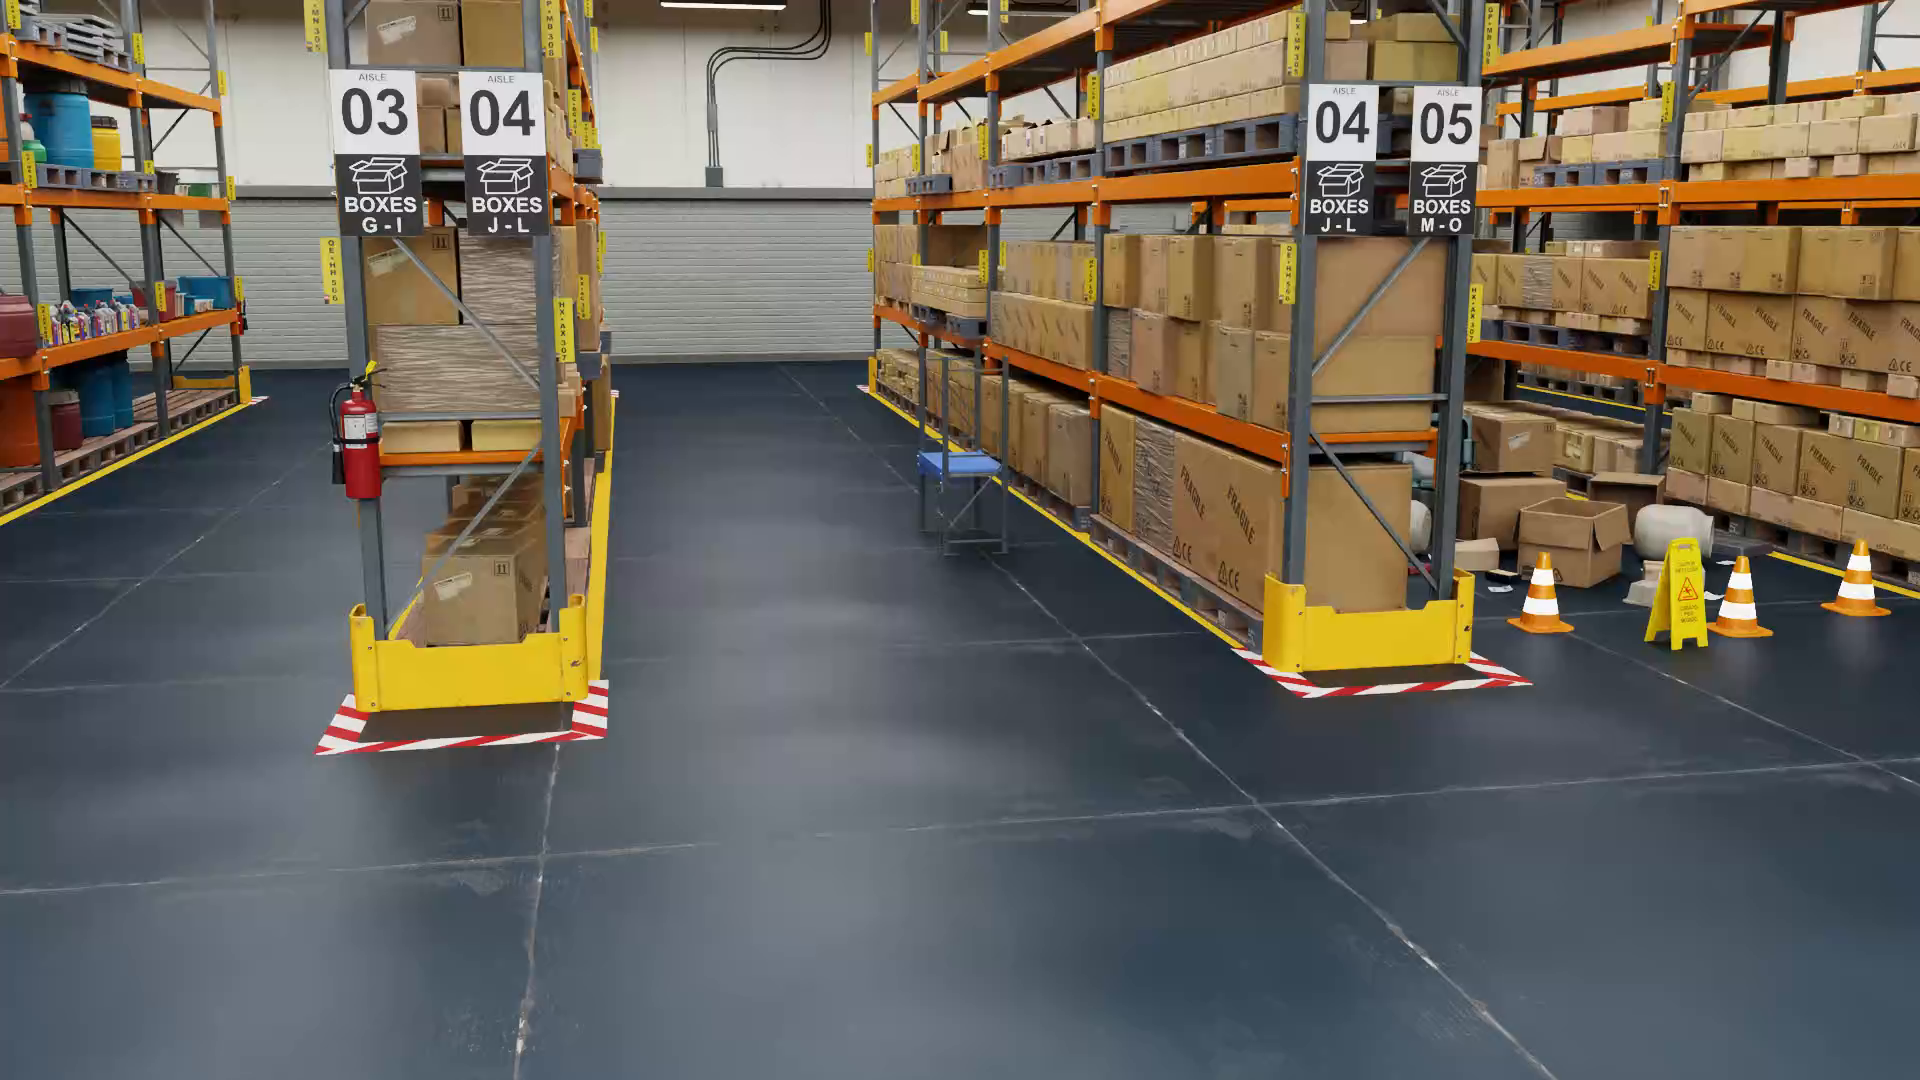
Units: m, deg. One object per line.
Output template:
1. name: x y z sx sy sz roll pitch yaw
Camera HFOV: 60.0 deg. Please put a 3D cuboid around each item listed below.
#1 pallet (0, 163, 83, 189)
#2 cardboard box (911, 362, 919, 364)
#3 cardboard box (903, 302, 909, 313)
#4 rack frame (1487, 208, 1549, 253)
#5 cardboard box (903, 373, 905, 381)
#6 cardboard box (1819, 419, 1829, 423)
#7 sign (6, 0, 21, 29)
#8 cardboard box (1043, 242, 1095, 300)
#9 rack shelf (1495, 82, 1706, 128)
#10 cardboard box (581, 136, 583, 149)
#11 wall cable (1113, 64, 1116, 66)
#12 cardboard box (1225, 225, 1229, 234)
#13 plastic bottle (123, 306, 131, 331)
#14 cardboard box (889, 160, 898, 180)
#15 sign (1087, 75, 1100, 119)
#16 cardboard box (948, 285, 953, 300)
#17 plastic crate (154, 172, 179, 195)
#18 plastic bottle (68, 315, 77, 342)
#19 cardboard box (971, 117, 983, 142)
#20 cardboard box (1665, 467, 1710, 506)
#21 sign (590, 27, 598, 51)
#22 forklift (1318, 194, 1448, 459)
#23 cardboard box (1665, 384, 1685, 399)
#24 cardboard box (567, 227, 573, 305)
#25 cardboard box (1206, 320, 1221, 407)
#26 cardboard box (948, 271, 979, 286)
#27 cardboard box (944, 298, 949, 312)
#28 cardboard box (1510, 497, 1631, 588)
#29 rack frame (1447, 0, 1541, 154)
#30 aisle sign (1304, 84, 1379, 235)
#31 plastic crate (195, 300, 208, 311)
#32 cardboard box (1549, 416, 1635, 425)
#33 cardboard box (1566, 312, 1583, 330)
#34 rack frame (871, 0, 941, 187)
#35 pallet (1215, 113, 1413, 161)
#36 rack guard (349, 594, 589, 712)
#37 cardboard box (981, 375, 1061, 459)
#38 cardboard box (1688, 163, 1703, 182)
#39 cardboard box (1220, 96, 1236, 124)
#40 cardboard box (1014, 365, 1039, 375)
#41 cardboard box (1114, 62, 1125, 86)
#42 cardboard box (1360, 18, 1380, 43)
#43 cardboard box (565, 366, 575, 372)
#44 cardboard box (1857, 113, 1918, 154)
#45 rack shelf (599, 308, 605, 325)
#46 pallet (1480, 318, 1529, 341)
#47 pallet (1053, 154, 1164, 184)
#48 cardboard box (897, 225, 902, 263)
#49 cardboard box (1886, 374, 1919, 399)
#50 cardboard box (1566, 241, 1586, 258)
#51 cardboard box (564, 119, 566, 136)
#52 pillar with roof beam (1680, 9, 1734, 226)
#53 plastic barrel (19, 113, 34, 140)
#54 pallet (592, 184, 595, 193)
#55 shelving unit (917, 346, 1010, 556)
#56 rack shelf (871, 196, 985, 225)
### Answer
1. pallet: -9.022 -3.437 15.714 1.003 0.211 1.213 -2 11 -11
2. cardboard box: -0.447 -2.283 22.079 0.380 0.149 0.250 -2 11 -9
3. cardboard box: -0.548 -3.100 22.131 0.380 0.149 0.250 -3 11 -13
4. rack frame: 8.922 -4.101 26.722 1.000 3.000 0.127 -2 11 -11
5. cardboard box: -0.565 -2.229 22.592 0.380 0.149 0.250 -3 11 -14
6. cardboard box: 6.967 -0.658 12.854 0.500 0.500 0.500 -2 11 -8
7. sign: -8.431 -4.722 14.802 0.100 0.325 0.005 -2 11 -11
8. cardboard box: 1.153 -2.431 15.007 0.700 0.500 0.500 -2 11 -12
9. rack shelf: 9.311 -6.326 24.301 1.077 0.370 4.000 -2 11 -11
10. cardboard box: -3.773 -3.782 15.419 0.500 0.500 0.500 -2 11 -10
11. wall cable: 2.671 -7.900 30.636 0.463 3.000 0.029 -2 11 -11
12. cardboard box: 4.082 -4.513 24.207 0.380 0.149 0.250 -2 11 -10
13. plastic bottle: -9.283 -2.457 18.417 0.152 0.276 0.135 -2 11 -11
14. cardboard box: -0.663 -4.995 22.461 0.500 0.250 0.500 -3 11 -13
15. sign: 1.021 -3.381 12.692 0.100 0.325 0.005 -2 11 -11
16. cardboard box: 0.076 -2.700 18.114 0.380 0.149 0.250 -2 11 -11
17. plastic crate: -9.720 -4.293 20.057 0.497 0.269 0.590 -2 11 -11
18. plastic bottle: -8.893 -2.114 16.625 0.097 0.271 0.097 0 11 0
19. cardboard box: 0.326 -4.311 17.488 0.396 0.266 0.258 -2 11 -11
20. cardboard box: 6.238 -0.457 13.804 0.500 0.250 0.500 -3 11 -14
21. sign: -5.132 -7.022 23.310 0.100 0.325 0.005 -2 11 -11
22. forklift: 3.758 -1.839 15.020 1.130 2.935 3.031 -5 12 -23
23. cardboard box: 9.686 -2.152 22.041 0.500 0.500 0.500 -2 11 -12
24. cardboard box: -2.687 -1.697 10.355 0.500 0.500 0.500 -2 11 -11
25. cardboard box: 2.099 -1.134 10.733 0.875 0.550 0.550 -2 11 -11
26. cardboard box: 0.076 -2.846 18.082 0.380 0.149 0.250 -2 11 -9
27. cardboard box: 0.031 -2.599 18.377 0.380 0.149 0.250 -3 11 -14
28. cardboard box: 4.341 0.011 11.794 0.637 0.503 0.797 9 14 38
29. rack frame: 5.610 -5.400 17.500 1.000 3.000 0.127 -2 11 -11
30. aisle sign: 2.049 -2.040 8.940 0.394 0.787 0.004 -2 11 -11
31. plastic crate: -10.147 -3.083 21.916 0.396 0.136 0.243 -2 11 -11
32. cardboard box: 6.003 -0.990 16.279 0.950 0.372 0.625 -2 11 -9
33. cardboard box: 5.844 -2.028 15.377 0.380 0.149 0.250 -2 11 -11
34. rack frame: -0.782 -6.669 24.165 1.000 3.000 0.127 -2 11 -11
35. pallet: 2.175 -2.353 9.749 1.003 0.211 1.213 -2 11 -11
36. rack guard: -2.570 0.589 8.765 1.175 0.500 0.348 -2 11 -11
37. cardboard box: 0.804 -1.240 16.585 1.050 0.750 0.750 -2 11 -12
38. cardboard box: 6.206 -3.002 13.598 0.380 0.149 0.250 -2 11 -12
39. cardboard box: 1.785 -2.581 9.993 0.380 0.149 0.250 -2 11 -10
40. cardboard box: 0.877 -1.736 17.853 0.500 0.250 0.500 -3 11 -14
41. cardboard box: 1.340 -3.392 12.121 0.380 0.149 0.250 -2 11 -11
42. cardboard box: 2.529 -2.903 9.553 0.380 0.149 0.250 -2 11 -11
43. cardboard box: -2.964 -1.160 11.943 0.380 0.149 0.250 -2 11 -11
44. cardboard box: 6.600 -2.803 11.483 0.500 0.250 0.500 -2 11 -9
45. rack shelf: -5.278 -2.839 22.016 1.077 0.370 4.000 -2 11 -11
46. pallet: 5.853 -2.232 17.412 1.213 0.211 1.003 -2 11 -11
47. pallet: 1.325 -3.066 13.775 0.805 0.209 1.217 -3 11 -13
48. cardboard box: -0.552 -3.940 22.136 0.500 0.500 0.500 -2 11 -10
49. cardboard box: 6.616 -1.059 11.411 0.380 0.149 0.250 -2 11 -10
50. cardboard box: 5.853 -2.691 15.392 0.380 0.149 0.250 -3 11 -13
51. cardboard box: -2.986 -2.905 11.751 0.380 0.149 0.250 -2 11 -9
52. pillar with roof beam: 6.226 -6.319 22.327 9.100 9.000 0.400 -2 11 -11
53. plastic barrel: -9.462 -3.979 16.568 0.433 0.535 0.433 0 11 0
54. pallet: -5.038 -4.406 20.540 1.003 0.211 1.213 -2 11 -11
55. shelving unit: 0.017 -0.721 12.974 0.538 1.500 1.048 -2 11 -11
56. rack shelf: -0.393 -4.475 22.586 1.077 0.370 4.000 -2 11 -11
